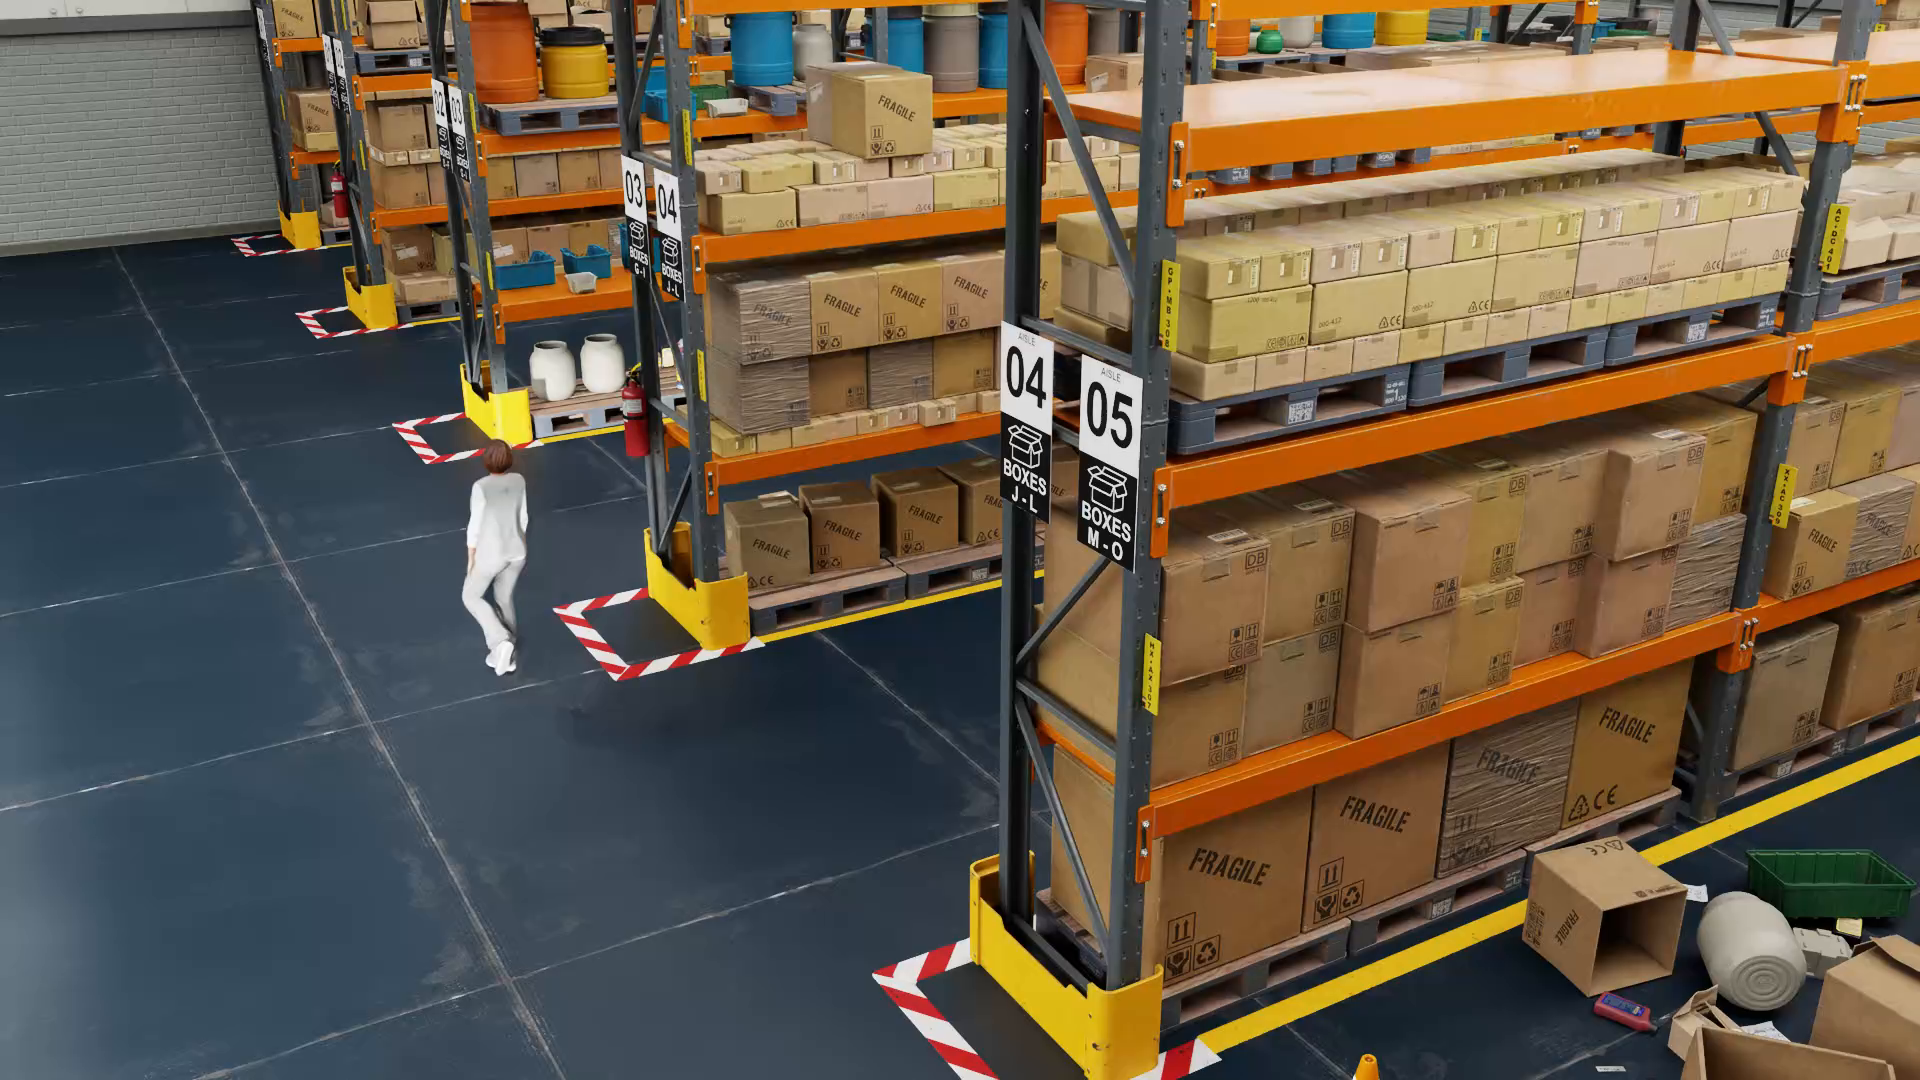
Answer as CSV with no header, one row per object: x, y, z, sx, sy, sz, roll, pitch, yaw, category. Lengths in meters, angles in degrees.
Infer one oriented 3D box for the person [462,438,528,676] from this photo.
-2.963,0.119,10.755,0.463,1.583,0.448,20,29,40,person
